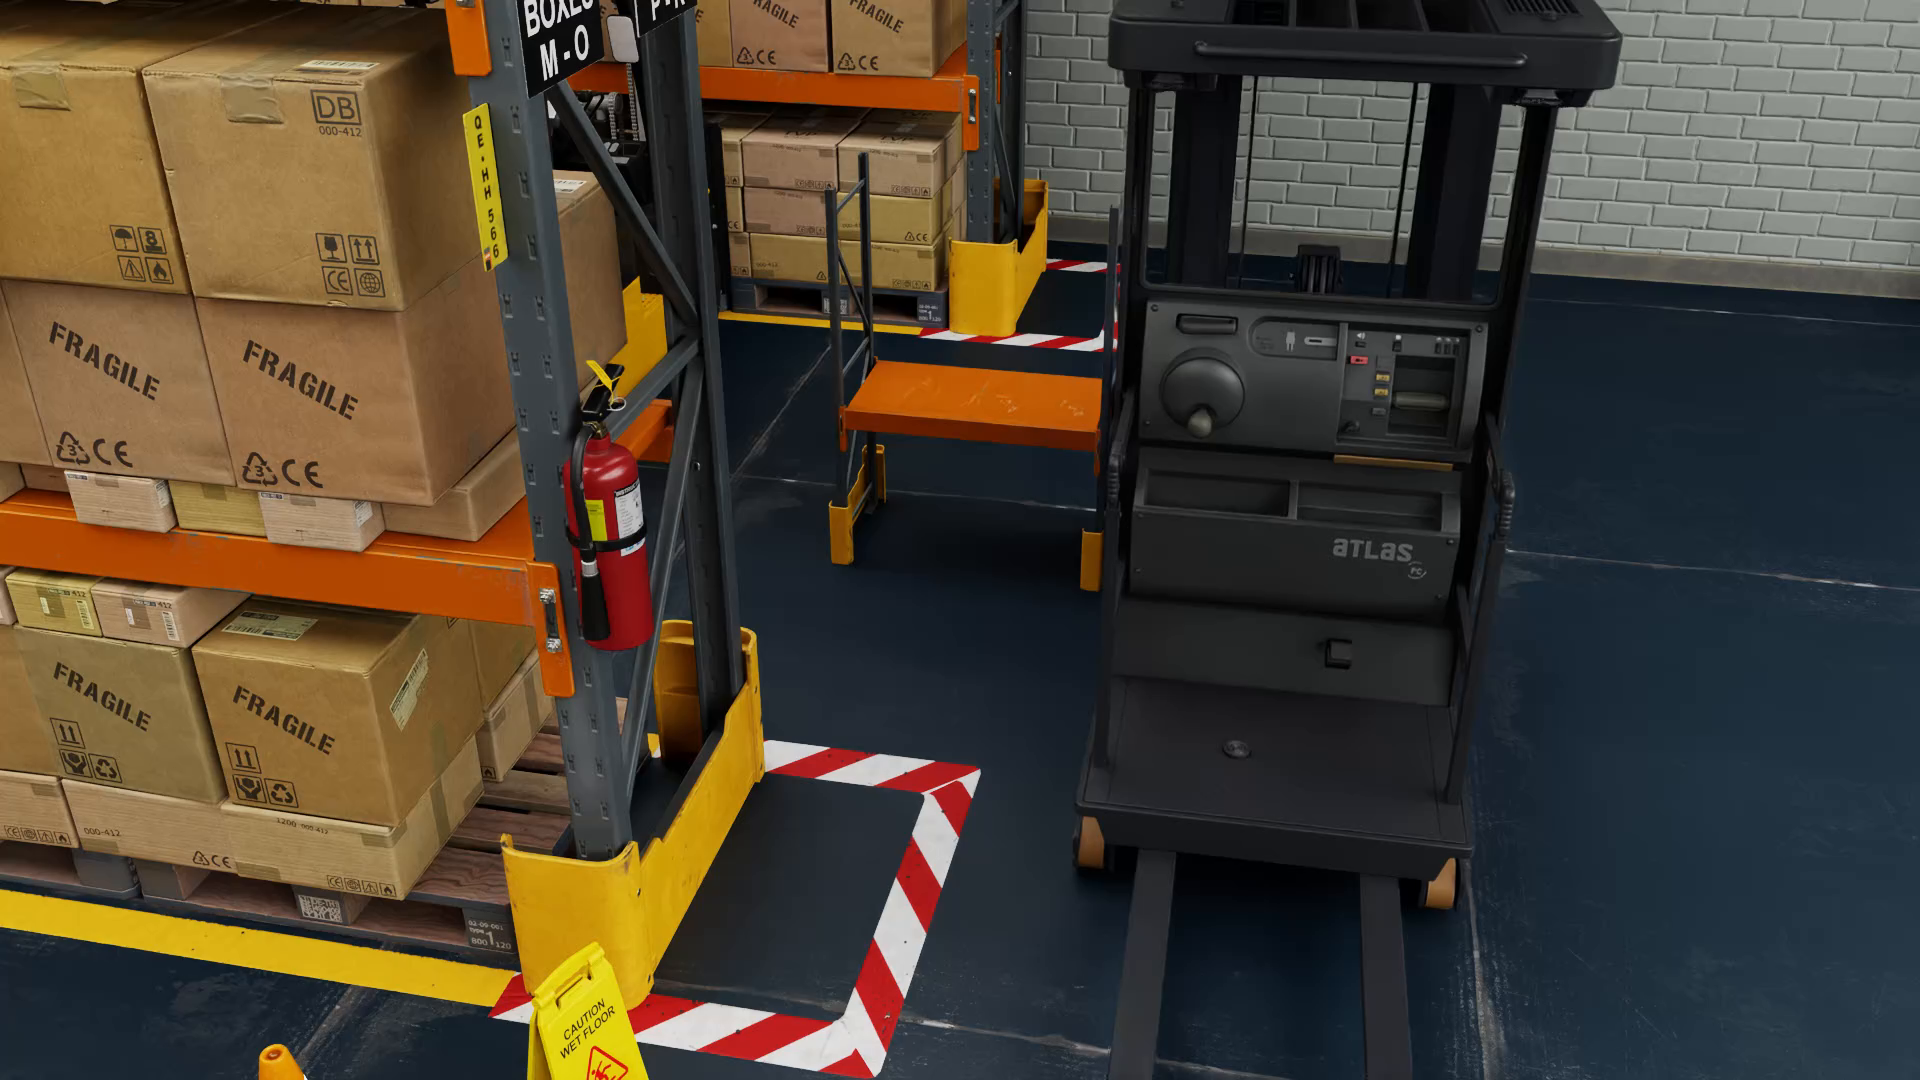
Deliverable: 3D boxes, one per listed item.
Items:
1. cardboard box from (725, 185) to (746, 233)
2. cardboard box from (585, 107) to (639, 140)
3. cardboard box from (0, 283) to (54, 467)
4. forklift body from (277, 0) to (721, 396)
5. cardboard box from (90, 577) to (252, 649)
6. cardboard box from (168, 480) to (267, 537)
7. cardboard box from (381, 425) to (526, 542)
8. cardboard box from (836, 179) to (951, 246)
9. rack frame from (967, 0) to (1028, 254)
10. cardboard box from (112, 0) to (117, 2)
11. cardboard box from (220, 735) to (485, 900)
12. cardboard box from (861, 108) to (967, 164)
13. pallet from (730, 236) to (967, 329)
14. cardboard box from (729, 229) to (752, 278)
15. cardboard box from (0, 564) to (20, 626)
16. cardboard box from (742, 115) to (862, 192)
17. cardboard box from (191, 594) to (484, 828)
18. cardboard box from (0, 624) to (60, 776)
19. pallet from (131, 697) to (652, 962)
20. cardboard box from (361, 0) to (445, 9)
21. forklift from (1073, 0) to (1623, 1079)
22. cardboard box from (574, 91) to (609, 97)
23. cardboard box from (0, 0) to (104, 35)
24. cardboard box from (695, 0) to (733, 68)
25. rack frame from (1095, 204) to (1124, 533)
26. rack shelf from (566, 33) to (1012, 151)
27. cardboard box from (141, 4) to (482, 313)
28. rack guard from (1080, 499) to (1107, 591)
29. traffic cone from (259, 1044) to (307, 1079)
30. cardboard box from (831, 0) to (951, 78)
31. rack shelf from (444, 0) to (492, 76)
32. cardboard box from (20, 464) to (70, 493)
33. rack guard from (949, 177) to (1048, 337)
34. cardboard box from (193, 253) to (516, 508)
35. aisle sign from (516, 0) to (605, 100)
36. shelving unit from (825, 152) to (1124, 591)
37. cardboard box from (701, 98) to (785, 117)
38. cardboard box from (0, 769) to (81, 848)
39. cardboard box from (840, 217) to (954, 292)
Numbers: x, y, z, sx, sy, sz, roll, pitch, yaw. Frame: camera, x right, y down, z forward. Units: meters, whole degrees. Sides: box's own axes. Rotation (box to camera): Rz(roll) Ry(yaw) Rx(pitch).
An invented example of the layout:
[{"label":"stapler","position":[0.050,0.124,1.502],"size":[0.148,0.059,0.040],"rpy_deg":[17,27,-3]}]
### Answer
[{"label":"cardboard box","position":[-1.341,-1.860,8.929],"size":[0.500,0.250,0.500],"rpy_deg":[5,29,9]},{"label":"cardboard box","position":[-1.808,-2.128,8.899],"size":[0.500,0.250,0.500],"rpy_deg":[5,29,10]},{"label":"cardboard box","position":[-2.401,-0.535,4.191],"size":[0.500,0.500,0.500],"rpy_deg":[6,29,10]},{"label":"forklift body","position":[-2.038,-1.624,7.477],"size":[1.214,2.155,2.313],"rpy_deg":[6,29,11]},{"label":"cardboard box","position":[-2.046,0.113,4.389],"size":[0.250,0.149,0.380],"rpy_deg":[7,29,12]},{"label":"cardboard box","position":[-1.763,-0.168,4.194],"size":[0.250,0.149,0.380],"rpy_deg":[5,29,10]},{"label":"cardboard box","position":[-1.245,-0.159,4.178],"size":[0.250,0.149,0.380],"rpy_deg":[7,29,12]},{"label":"cardboard box","position":[-0.343,-1.763,8.752],"size":[0.500,0.250,0.500],"rpy_deg":[5,29,10]},{"label":"rack frame","position":[0.198,-2.663,8.491],"size":[0.127,3.000,1.000],"rpy_deg":[6,29,11]},{"label":"cardboard box","position":[-4.261,-2.926,9.128],"size":[0.500,0.250,0.500],"rpy_deg":[7,29,12]},{"label":"cardboard box","position":[-1.705,0.733,4.714],"size":[0.500,0.250,0.500],"rpy_deg":[6,29,10]},{"label":"cardboard box","position":[-0.233,-2.217,9.061],"size":[0.500,0.250,0.500],"rpy_deg":[5,29,10]},{"label":"pallet","position":[-0.559,-1.497,9.265],"size":[1.213,0.211,1.003],"rpy_deg":[6,29,11]},{"label":"cardboard box","position":[-1.299,-1.649,9.064],"size":[0.500,0.250,0.500],"rpy_deg":[6,29,11]},{"label":"cardboard box","position":[-2.548,0.059,4.487],"size":[0.250,0.149,0.380],"rpy_deg":[7,29,13]},{"label":"cardboard box","position":[-0.818,-2.028,8.716],"size":[0.500,0.250,0.500],"rpy_deg":[6,29,11]},{"label":"cardboard box","position":[-1.673,0.403,4.535],"size":[0.500,0.500,0.500],"rpy_deg":[6,29,11]},{"label":"cardboard box","position":[-2.676,0.299,4.726],"size":[0.500,0.500,0.500],"rpy_deg":[5,29,9]},{"label":"pallet","position":[-1.696,0.786,5.095],"size":[1.213,0.211,1.003],"rpy_deg":[6,29,11]},{"label":"cardboard box","position":[-2.822,-2.897,8.813],"size":[0.500,0.500,0.500],"rpy_deg":[6,29,11]},{"label":"forklift","position":[0.940,-0.409,4.445],"size":[1.130,2.935,3.031],"rpy_deg":[5,29,9]},{"label":"cardboard box","position":[-2.202,-2.422,9.435],"size":[0.500,0.250,0.500],"rpy_deg":[6,29,11]},{"label":"cardboard box","position":[-2.394,-0.951,3.908],"size":[0.500,0.500,0.700],"rpy_deg":[6,29,10]},{"label":"cardboard box","position":[-1.345,-2.741,8.529],"size":[0.500,0.500,0.500],"rpy_deg":[5,29,10]},{"label":"rack frame","position":[0.581,-0.598,6.281],"size":[0.032,1.500,0.500],"rpy_deg":[6,29,11]},{"label":"rack shelf","position":[-1.758,-2.548,9.030],"size":[4.000,0.370,1.077],"rpy_deg":[6,29,11]},{"label":"cardboard box","position":[-1.380,-0.893,3.803],"size":[0.500,0.500,0.700],"rpy_deg":[5,29,9]},{"label":"rack guard","position":[0.562,-0.052,6.585],"size":[0.087,0.250,0.587],"rpy_deg":[6,29,11]},{"label":"traffic cone","position":[-1.525,1.344,3.814],"size":[0.334,0.463,0.336],"rpy_deg":[6,29,11]},{"label":"cardboard box","position":[-0.338,-2.633,8.332],"size":[0.500,0.500,0.500],"rpy_deg":[5,29,9]},{"label":"rack shelf","position":[-2.791,-1.533,4.051],"size":[4.000,0.370,1.077],"rpy_deg":[6,29,11]},{"label":"cardboard box","position":[-2.242,-0.271,4.383],"size":[0.250,0.149,0.380],"rpy_deg":[6,29,11]},{"label":"rack guard","position":[0.221,-1.564,9.087],"size":[0.348,0.500,1.175],"rpy_deg":[6,29,11]},{"label":"cardboard box","position":[-1.423,-0.431,4.000],"size":[0.500,0.500,0.500],"rpy_deg":[5,29,10]},{"label":"aisle sign","position":[-0.835,-1.330,3.348],"size":[0.004,0.787,0.394],"rpy_deg":[6,29,11]},{"label":"shelving unit","position":[0.075,-0.650,6.376],"size":[1.083,1.500,0.587],"rpy_deg":[6,29,11]},{"label":"cardboard box","position":[-1.209,-2.321,9.250],"size":[0.500,0.250,0.500],"rpy_deg":[6,29,10]},{"label":"cardboard box","position":[-2.700,0.630,4.902],"size":[0.500,0.250,0.500],"rpy_deg":[5,29,9]},{"label":"cardboard box","position":[-0.328,-1.540,8.866],"size":[0.500,0.250,0.500],"rpy_deg":[6,29,11]}]
